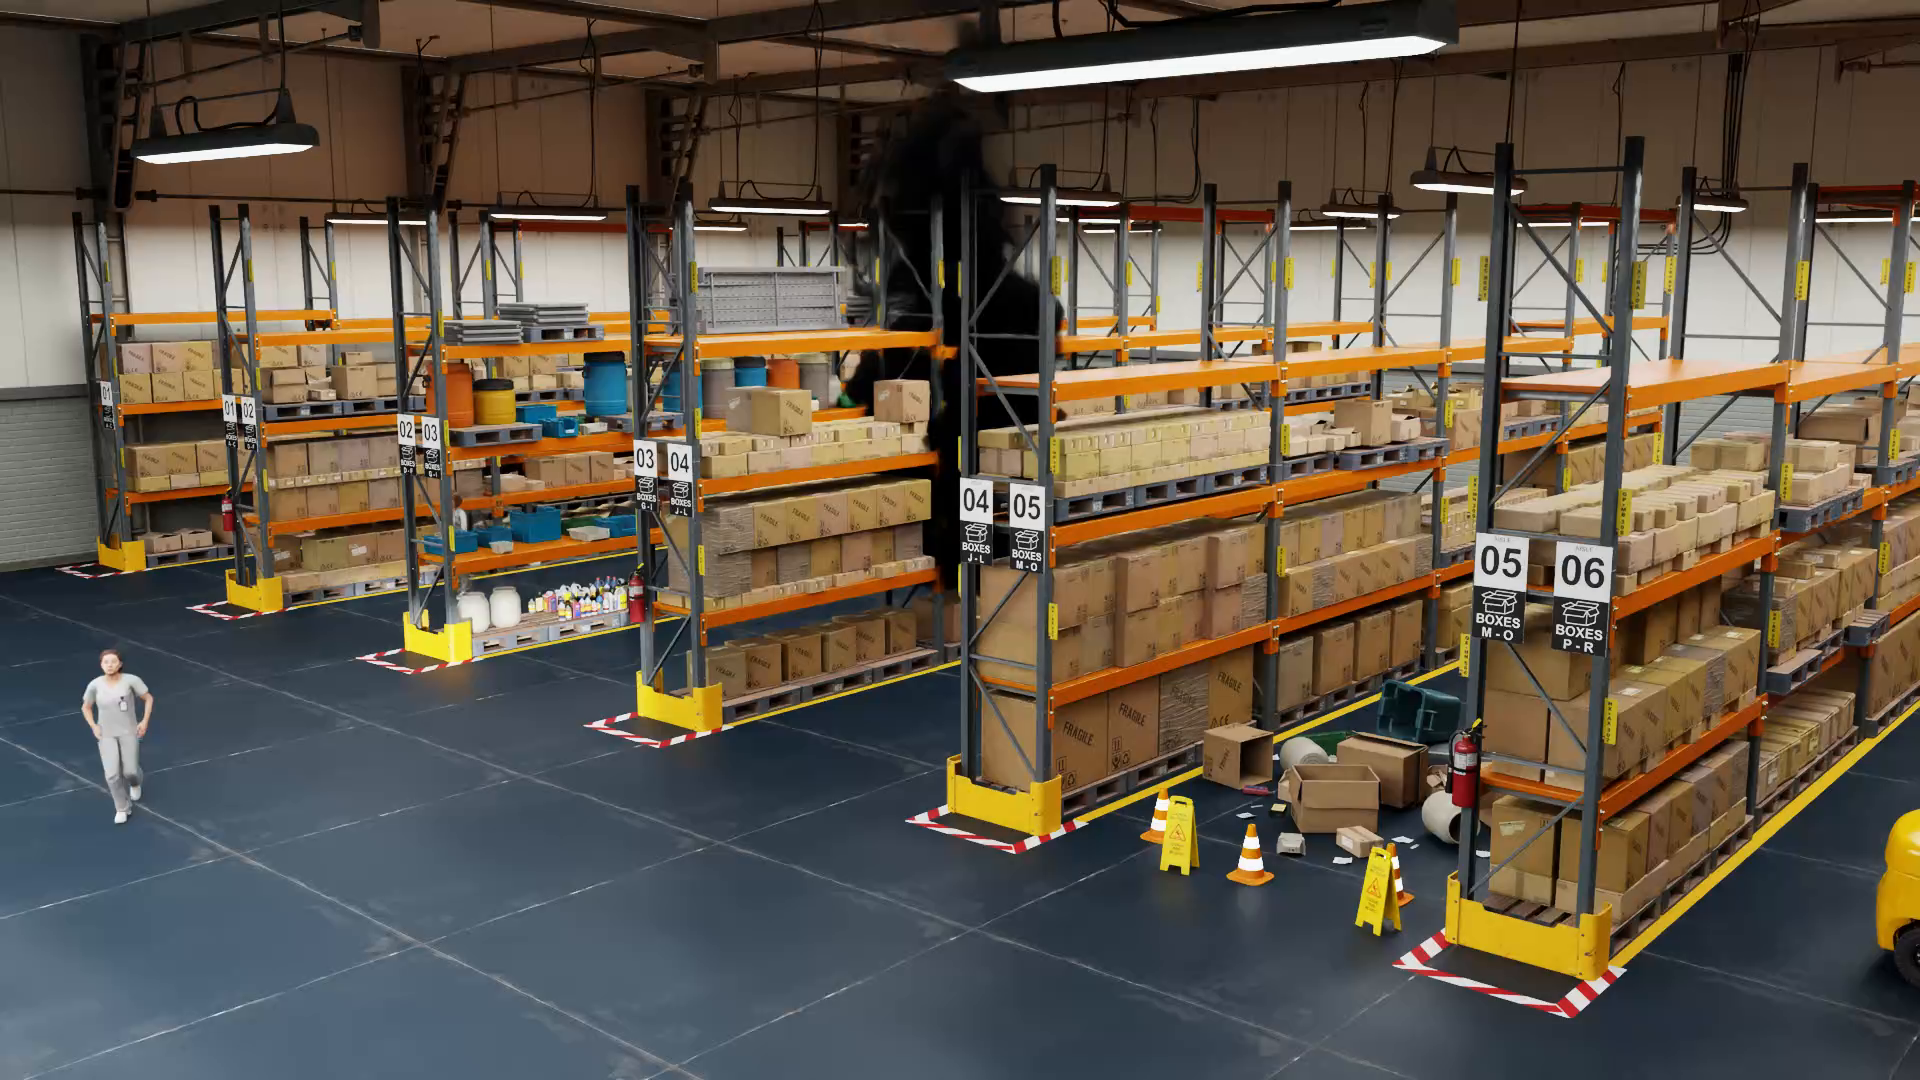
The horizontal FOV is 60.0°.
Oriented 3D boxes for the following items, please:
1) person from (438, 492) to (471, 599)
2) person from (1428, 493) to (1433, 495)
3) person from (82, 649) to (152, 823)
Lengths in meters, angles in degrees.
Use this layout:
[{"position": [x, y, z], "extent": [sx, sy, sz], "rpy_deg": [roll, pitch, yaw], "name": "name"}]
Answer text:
[{"position": [-7.379, 0.099, 24.199], "extent": [0.522, 1.576, 0.550], "rpy_deg": [6, 11, 32], "name": "person"}, {"position": [7.443, 0.070, 26.015], "extent": [0.601, 1.676, 0.896], "rpy_deg": [6, 11, 34], "name": "person"}, {"position": [-7.884, 1.799, 15.603], "extent": [0.595, 1.627, 0.590], "rpy_deg": [-4, 10, -22], "name": "person"}]
